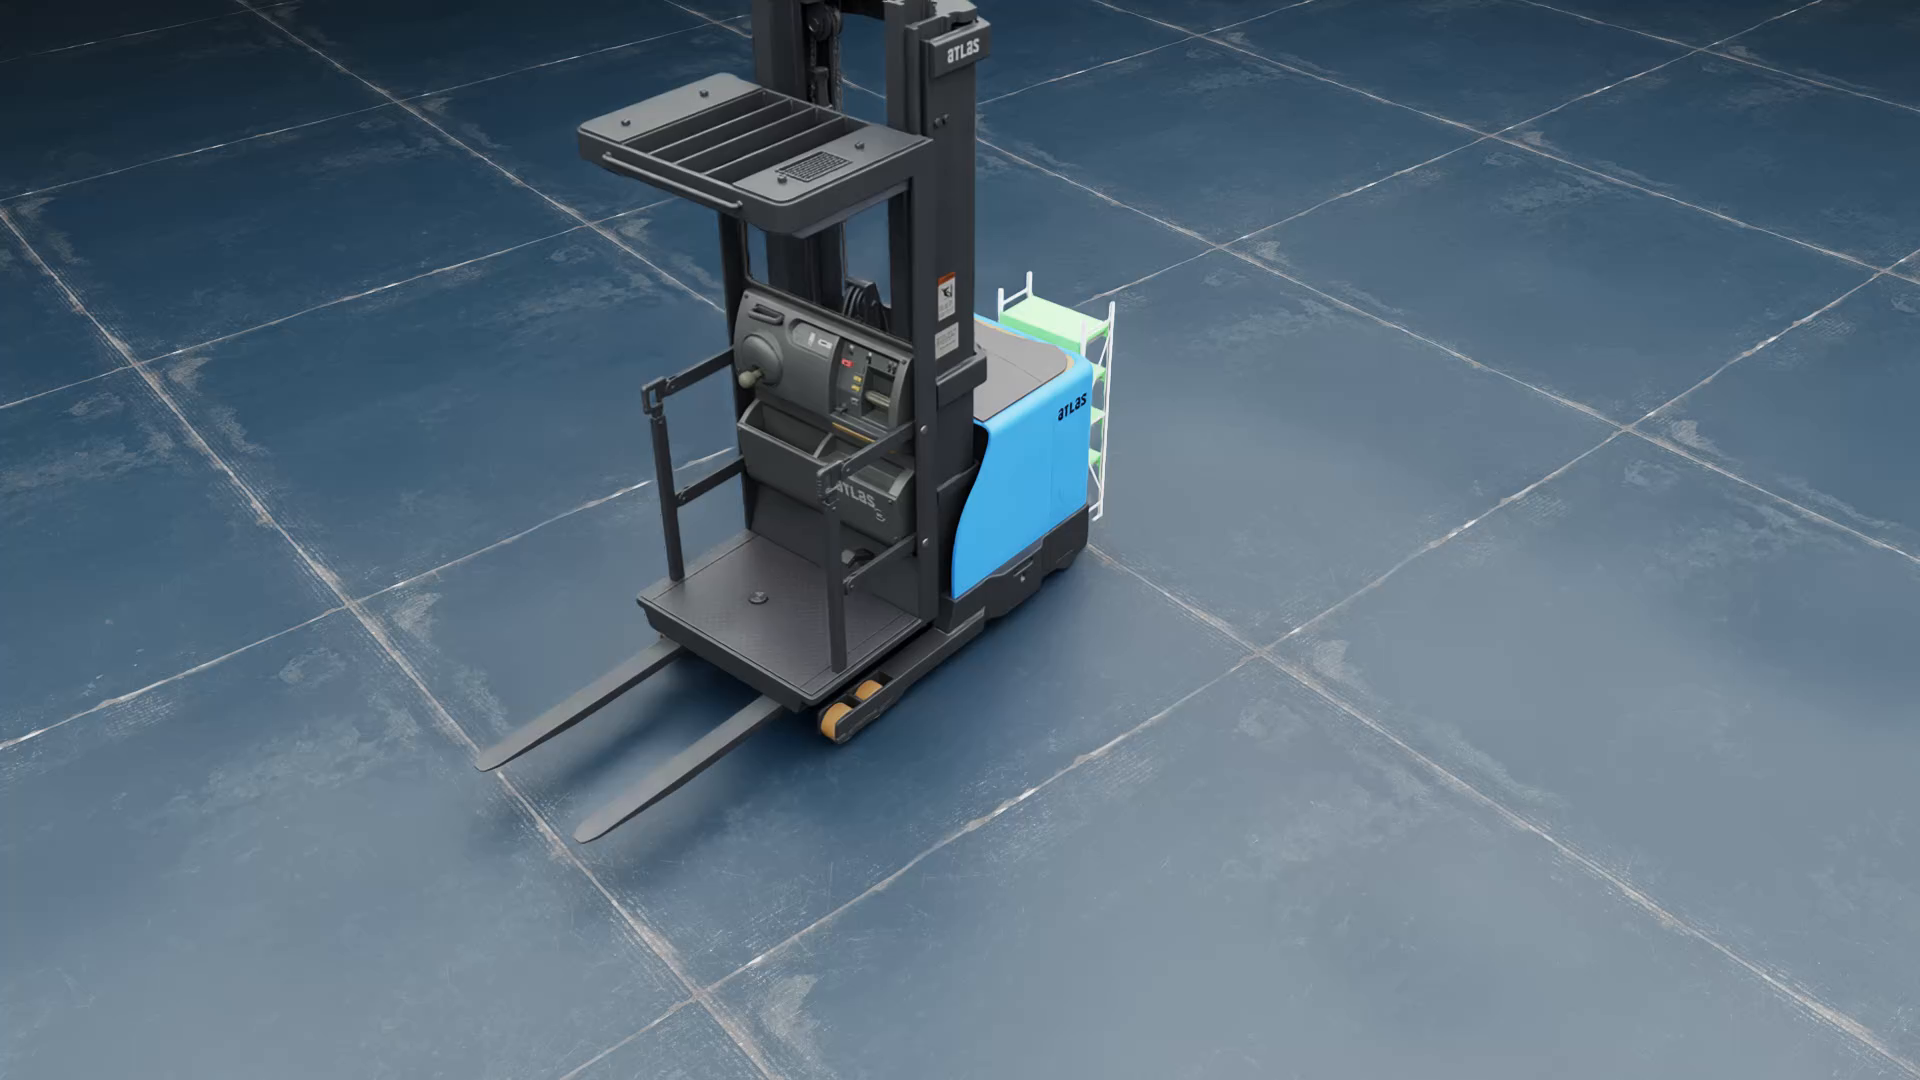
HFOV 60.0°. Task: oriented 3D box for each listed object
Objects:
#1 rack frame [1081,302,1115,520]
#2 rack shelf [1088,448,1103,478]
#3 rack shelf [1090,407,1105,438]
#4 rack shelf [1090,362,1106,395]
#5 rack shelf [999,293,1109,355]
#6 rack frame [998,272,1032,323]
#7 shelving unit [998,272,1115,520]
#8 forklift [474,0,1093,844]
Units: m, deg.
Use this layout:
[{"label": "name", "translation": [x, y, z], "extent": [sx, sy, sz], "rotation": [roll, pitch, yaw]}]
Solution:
[{"label": "rack frame", "translation": [0.638, -0.564, 8.008], "extent": [0.015, 1.200, 0.240], "rotation": [26, 43, 32]}, {"label": "rack shelf", "translation": [0.451, -0.406, 8.311], "extent": [0.480, 0.148, 0.258], "rotation": [26, 43, 32]}, {"label": "rack shelf", "translation": [0.451, -0.602, 8.173], "extent": [0.480, 0.148, 0.258], "rotation": [26, 43, 32]}, {"label": "rack shelf", "translation": [0.451, -0.798, 8.034], "extent": [0.480, 0.148, 0.258], "rotation": [26, 43, 32]}, {"label": "rack shelf", "translation": [0.451, -0.994, 7.896], "extent": [0.480, 0.148, 0.258], "rotation": [26, 43, 32]}, {"label": "rack frame", "translation": [0.263, -0.745, 8.264], "extent": [0.015, 1.200, 0.240], "rotation": [26, 43, 32]}, {"label": "shelving unit", "translation": [0.451, -0.655, 8.136], "extent": [0.503, 1.200, 0.258], "rotation": [26, 43, 32]}, {"label": "forklift", "translation": [-0.707, -0.668, 6.657], "extent": [1.130, 2.935, 3.031], "rotation": [26, 43, 32]}]
